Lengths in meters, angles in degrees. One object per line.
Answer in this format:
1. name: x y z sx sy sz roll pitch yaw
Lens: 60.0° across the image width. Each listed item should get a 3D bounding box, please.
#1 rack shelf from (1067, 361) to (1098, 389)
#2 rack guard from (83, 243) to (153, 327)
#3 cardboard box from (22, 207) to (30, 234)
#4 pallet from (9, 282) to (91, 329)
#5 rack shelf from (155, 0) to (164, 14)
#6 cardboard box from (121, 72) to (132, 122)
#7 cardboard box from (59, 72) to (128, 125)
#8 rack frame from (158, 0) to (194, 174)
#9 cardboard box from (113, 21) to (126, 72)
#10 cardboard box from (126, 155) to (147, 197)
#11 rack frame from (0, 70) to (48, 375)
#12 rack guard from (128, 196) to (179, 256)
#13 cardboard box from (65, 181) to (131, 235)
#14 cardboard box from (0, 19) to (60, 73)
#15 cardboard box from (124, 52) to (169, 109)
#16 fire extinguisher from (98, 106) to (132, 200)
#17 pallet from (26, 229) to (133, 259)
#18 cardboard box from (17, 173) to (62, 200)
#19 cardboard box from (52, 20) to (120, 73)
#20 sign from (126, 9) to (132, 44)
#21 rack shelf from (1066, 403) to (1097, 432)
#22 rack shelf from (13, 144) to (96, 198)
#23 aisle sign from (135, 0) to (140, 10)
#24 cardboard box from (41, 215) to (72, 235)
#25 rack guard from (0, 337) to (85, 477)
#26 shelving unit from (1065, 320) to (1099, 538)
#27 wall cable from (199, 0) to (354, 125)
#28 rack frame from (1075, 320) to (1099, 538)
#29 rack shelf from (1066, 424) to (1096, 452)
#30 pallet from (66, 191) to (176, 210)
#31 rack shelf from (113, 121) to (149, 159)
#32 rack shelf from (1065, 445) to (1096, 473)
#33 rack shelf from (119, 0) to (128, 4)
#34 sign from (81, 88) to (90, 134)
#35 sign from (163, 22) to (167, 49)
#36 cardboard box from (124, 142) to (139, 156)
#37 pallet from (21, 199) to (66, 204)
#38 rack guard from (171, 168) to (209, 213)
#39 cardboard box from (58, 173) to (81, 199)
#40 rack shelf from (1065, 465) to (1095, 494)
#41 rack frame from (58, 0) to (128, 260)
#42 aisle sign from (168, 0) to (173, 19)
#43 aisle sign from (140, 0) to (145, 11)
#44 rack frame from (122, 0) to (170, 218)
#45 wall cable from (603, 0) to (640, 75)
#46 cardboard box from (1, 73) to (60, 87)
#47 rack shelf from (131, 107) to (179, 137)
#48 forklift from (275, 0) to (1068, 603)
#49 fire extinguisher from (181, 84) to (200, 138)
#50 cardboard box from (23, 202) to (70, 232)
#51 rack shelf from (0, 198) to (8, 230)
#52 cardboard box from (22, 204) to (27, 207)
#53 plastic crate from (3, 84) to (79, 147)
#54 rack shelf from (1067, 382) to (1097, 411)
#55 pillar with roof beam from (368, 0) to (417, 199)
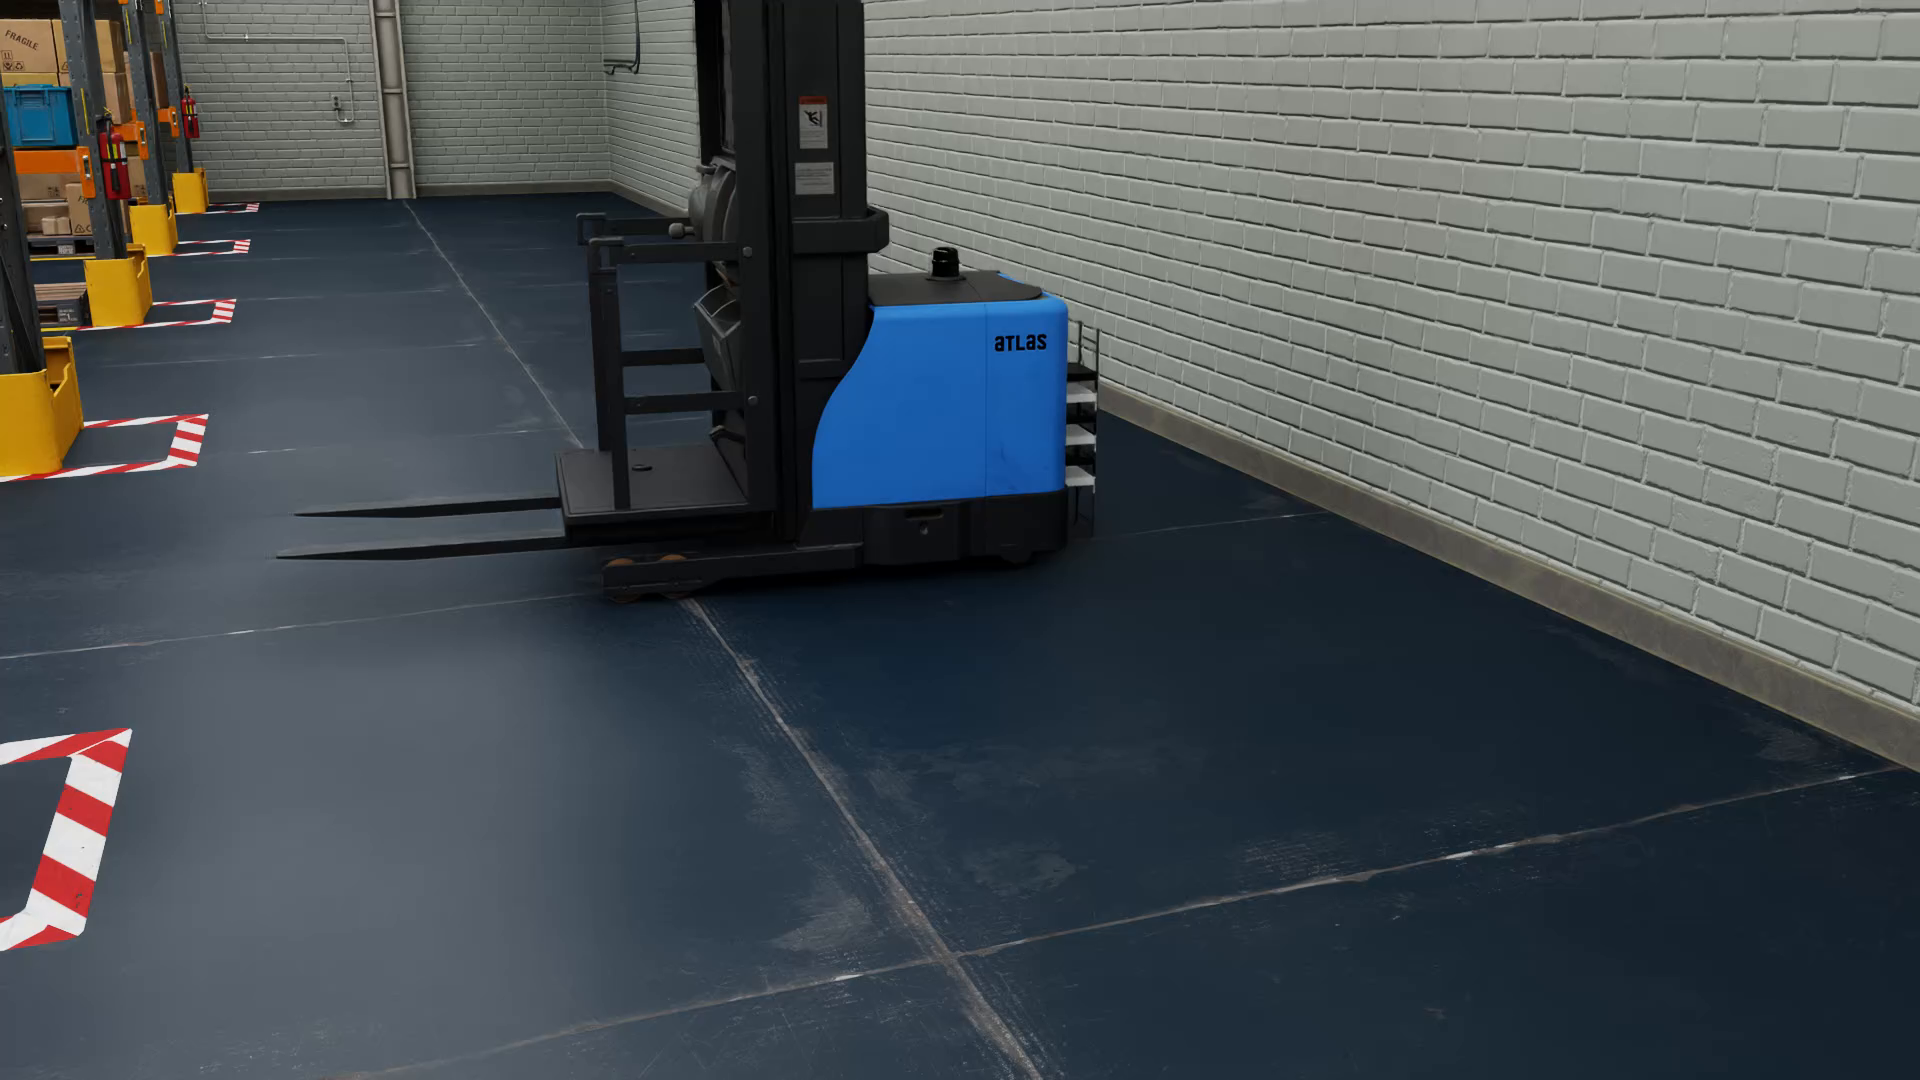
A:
1. rack shelf: 0.444 -0.692 7.016 0.200 0.077 0.258 -4 17 -15
2. rack guard: -6.609 -2.017 13.079 0.348 0.500 1.175 -6 17 -20
3. cardboard box: -9.713 -3.198 16.765 0.500 0.250 0.500 -6 17 -20
4. pallet: -7.411 -1.800 12.852 1.213 0.211 1.003 -6 17 -20
5. rack shelf: -12.040 -6.709 20.576 4.000 0.370 1.077 -6 17 -20
6. cardboard box: -8.905 -4.587 17.216 0.500 0.500 0.500 -6 17 -19
7. cardboard box: -8.717 -4.445 16.735 0.500 0.500 0.500 -6 17 -18
8. rack frame: -10.172 -5.817 21.584 0.127 3.000 1.000 -6 17 -20
9. cardboard box: -8.905 -5.066 17.076 0.500 0.500 0.500 -6 17 -18
10. cardboard box: -10.790 -4.722 21.547 0.500 0.500 0.700 -6 17 -20
11. rack frame: -4.855 -1.907 8.270 0.127 3.000 1.000 -6 17 -20
12. rack guard: -8.467 -3.307 17.473 0.348 0.500 1.175 -6 17 -20
13. cardboard box: -8.816 -3.406 17.029 0.500 0.500 0.500 -6 17 -20
14. cardboard box: -9.185 -4.873 16.418 0.500 0.500 0.500 -6 17 -19
15. cardboard box: -10.645 -5.907 21.357 0.700 0.700 0.980 -5 17 -18
16. fire extinguisher: -6.324 -2.890 12.415 0.183 0.674 0.296 -6 17 -20
17. pallet: -9.211 -3.088 17.239 1.213 0.211 1.003 -6 17 -20
18. cardboard box: -11.727 -4.621 21.202 0.500 0.500 0.700 -7 18 -22
19. cardboard box: -8.713 -4.925 16.592 0.500 0.500 0.500 -6 18 -21
20. sign: -8.216 -5.073 16.435 0.005 0.325 0.100 -6 17 -20
21. rack shelf: 0.444 -0.519 7.067 0.200 0.077 0.258 -4 17 -15
22. rack shelf: -8.495 -2.664 12.122 4.000 0.370 1.077 -6 17 -20
23. aisle sign: -8.223 -5.688 16.529 0.004 0.787 0.394 -6 17 -20
24. cardboard box: -9.226 -3.229 17.018 0.250 0.166 0.380 -6 17 -20
25. rack guard: -4.832 -0.710 8.630 0.348 0.500 1.175 -6 17 -20
26. shelving unit: 0.444 -0.464 7.083 0.210 0.900 0.258 -4 17 -15
27. wall cable: -9.315 -6.683 22.728 1.851 1.984 0.084 -6 17 -20
28. rack frame: 0.542 -0.472 7.108 0.006 0.900 0.240 -4 17 -15
29. rack shelf: 0.444 -0.432 7.092 0.200 0.077 0.258 -4 17 -15
30. pallet: -10.891 -4.378 21.632 1.213 0.211 1.003 -6 17 -20
31. rack shelf: -10.264 -3.967 16.561 4.000 0.370 1.077 -6 17 -20
32. rack shelf: 0.444 -0.346 7.118 0.200 0.077 0.258 -4 17 -15
33. rack shelf: -10.264 -5.407 16.139 4.000 0.370 1.077 -6 17 -20
34. sign: -6.415 -3.146 12.197 0.005 0.325 0.100 -6 17 -20
35. sign: -9.991 -6.342 20.896 0.005 0.325 0.100 -6 17 -20
36. cardboard box: -10.745 -5.099 21.677 0.250 0.149 0.380 -6 17 -20
37. pallet: -12.028 -4.256 21.217 1.213 0.211 1.003 -6 17 -20
38. rack guard: -10.150 -4.620 21.944 0.348 0.500 1.175 -6 17 -20
39. cardboard box: -11.257 -4.672 21.375 0.500 0.500 0.700 -6 17 -20
40. rack shelf: 0.444 -0.260 7.143 0.200 0.077 0.258 -4 17 -15
41. rack frame: -6.627 -3.210 12.707 0.127 3.000 1.000 -6 17 -20
42. aisle sign: -9.997 -6.993 20.973 0.004 0.787 0.394 -6 17 -20
43. aisle sign: -8.437 -5.846 17.067 0.004 0.787 0.394 -6 17 -20
44. rack frame: -8.396 -4.514 17.147 0.127 3.000 1.000 -6 17 -20
45. wall cable: -4.763 -7.682 22.797 0.112 2.526 3.097 -6 17 -20
46. cardboard box: -9.200 -4.392 16.554 0.500 0.500 0.500 -6 17 -20
47. rack shelf: -12.040 -5.270 20.998 4.000 0.370 1.077 -6 17 -20
48. forklift: -1.136 -1.333 6.436 3.031 2.935 1.130 -4 17 -15
49. fire extinguisher: -9.866 -5.495 21.285 0.183 0.674 0.296 -6 17 -20
50. cardboard box: -9.472 -3.375 17.368 0.500 0.250 0.500 -6 17 -20
51. rack shelf: -6.722 -1.361 7.684 4.000 0.370 1.077 -6 17 -20
52. cardboard box: -9.939 -3.325 17.196 0.500 0.250 0.500 -6 17 -20
53. plastic crate: -6.873 -3.173 12.412 0.499 0.435 0.616 -6 17 -20
54. rack shelf: 0.444 -0.605 7.041 0.200 0.077 0.258 -4 17 -15
55. pillar with roof beam: -6.420 -8.063 18.583 0.400 9.000 9.100 -6 17 -20
